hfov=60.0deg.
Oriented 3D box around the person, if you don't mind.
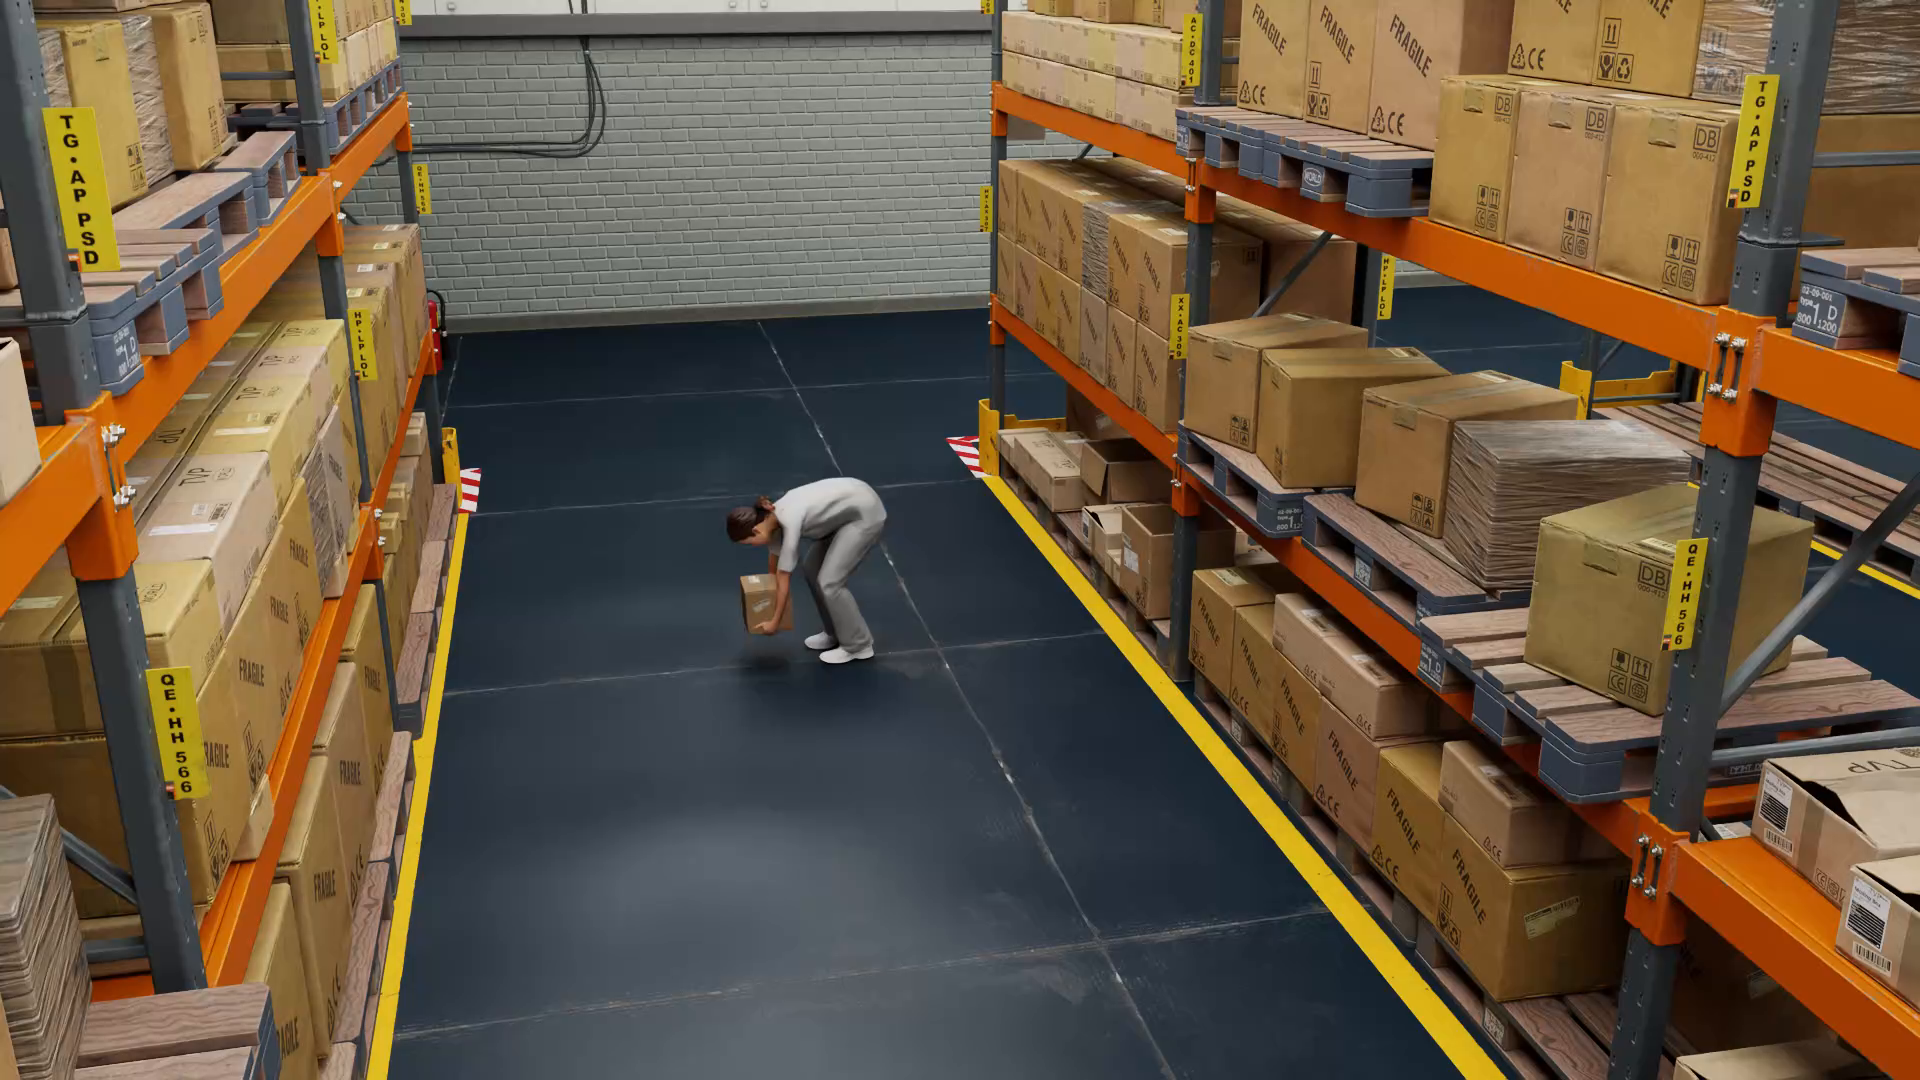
[{"bbox_3d":[-0.830,0.174,9.091,0.865,0.998,0.439,-5,20,-15],"label":"person"}]
